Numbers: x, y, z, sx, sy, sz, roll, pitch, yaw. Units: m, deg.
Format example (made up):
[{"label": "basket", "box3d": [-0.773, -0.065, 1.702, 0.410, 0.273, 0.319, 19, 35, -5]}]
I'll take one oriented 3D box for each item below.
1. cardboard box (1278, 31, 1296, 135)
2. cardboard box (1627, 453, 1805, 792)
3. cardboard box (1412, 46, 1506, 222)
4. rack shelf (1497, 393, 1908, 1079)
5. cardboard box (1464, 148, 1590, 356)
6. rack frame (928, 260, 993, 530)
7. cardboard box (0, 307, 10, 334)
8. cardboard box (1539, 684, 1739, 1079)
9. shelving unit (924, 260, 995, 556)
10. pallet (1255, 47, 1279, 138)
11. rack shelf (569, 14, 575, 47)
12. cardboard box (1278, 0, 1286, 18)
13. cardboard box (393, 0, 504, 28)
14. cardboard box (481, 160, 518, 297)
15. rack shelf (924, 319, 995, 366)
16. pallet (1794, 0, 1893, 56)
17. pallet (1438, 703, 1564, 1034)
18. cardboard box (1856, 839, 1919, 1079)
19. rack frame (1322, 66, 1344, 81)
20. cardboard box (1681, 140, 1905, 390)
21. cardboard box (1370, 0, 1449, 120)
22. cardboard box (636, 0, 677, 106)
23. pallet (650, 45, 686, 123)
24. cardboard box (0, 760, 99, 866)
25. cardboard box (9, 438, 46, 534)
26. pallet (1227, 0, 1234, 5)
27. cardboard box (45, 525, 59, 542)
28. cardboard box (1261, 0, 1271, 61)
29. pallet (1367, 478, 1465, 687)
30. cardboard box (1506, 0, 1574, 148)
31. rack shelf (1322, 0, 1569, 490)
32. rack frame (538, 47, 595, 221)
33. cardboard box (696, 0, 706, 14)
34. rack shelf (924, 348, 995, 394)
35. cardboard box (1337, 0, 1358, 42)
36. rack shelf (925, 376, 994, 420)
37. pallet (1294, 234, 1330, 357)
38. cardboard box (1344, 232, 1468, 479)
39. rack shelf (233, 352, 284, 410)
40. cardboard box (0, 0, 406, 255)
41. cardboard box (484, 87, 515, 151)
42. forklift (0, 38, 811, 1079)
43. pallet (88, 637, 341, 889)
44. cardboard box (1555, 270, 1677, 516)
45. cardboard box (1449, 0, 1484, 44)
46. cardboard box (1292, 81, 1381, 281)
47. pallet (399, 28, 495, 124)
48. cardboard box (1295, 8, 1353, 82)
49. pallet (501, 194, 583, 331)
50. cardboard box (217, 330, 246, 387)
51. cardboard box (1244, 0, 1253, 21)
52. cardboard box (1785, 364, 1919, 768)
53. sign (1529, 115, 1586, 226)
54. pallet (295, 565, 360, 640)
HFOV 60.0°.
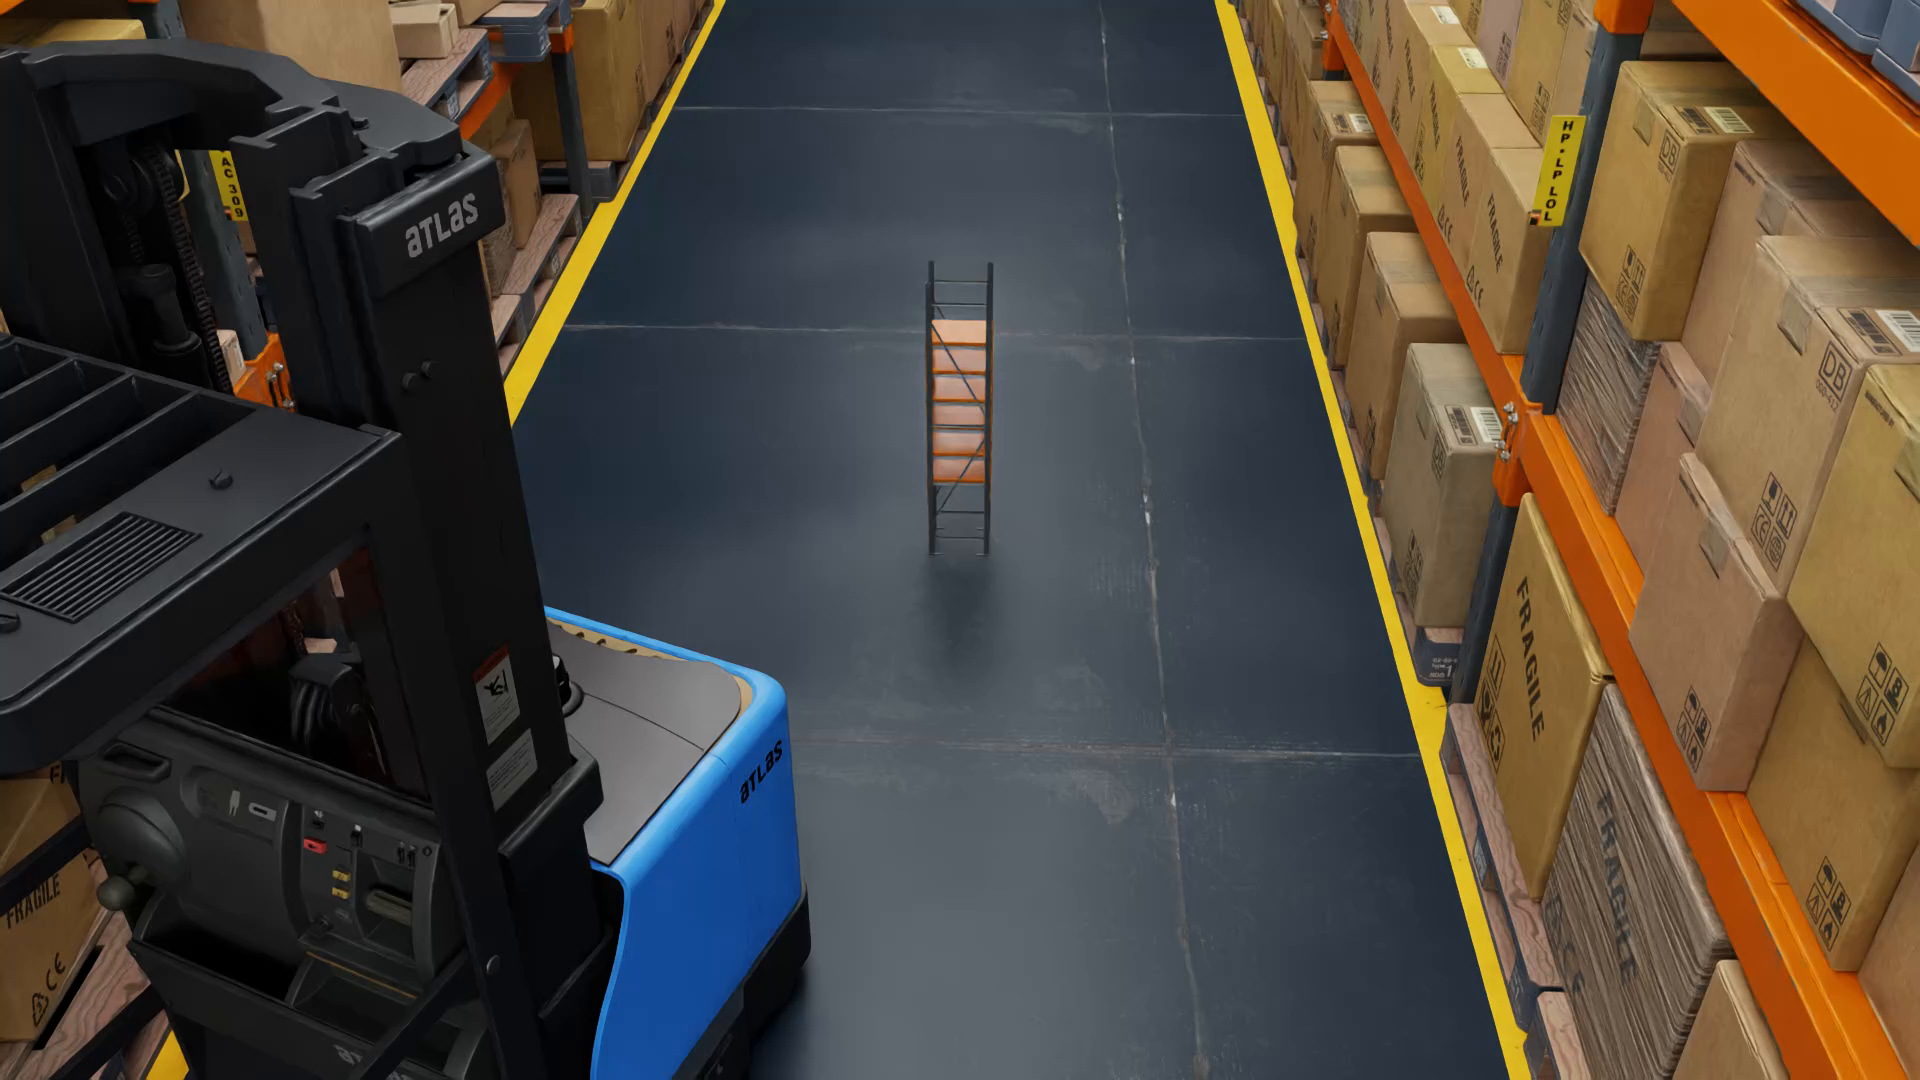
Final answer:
[{"label": "cardboard box", "box3d": [2.176, -2.717, 9.815, 0.500, 0.500, 0.500, 3, 35, 4]}, {"label": "cardboard box", "box3d": [2.084, 0.188, 3.744, 0.875, 0.550, 0.550, 1, 35, 2]}, {"label": "cardboard box", "box3d": [2.020, -1.515, 6.209, 0.500, 0.500, 0.500, 2, 35, 2]}, {"label": "rack shelf", "box3d": [2.145, 0.856, 3.548, 1.077, 0.370, 4.000, 1, 35, 2]}, {"label": "cardboard box", "box3d": [1.979, -0.934, 5.383, 0.500, 0.500, 0.500, 1, 35, 2]}, {"label": "rack frame", "box3d": [0.003, -0.535, 6.468, 0.240, 1.200, 0.006, 1, 35, 2]}, {"label": "cardboard box", "box3d": [-2.489, -0.779, 4.035, 0.500, 0.500, 0.500, 1, 35, 2]}, {"label": "cardboard box", "box3d": [2.098, 0.988, 4.218, 0.875, 0.875, 0.875, 2, 35, 2]}, {"label": "shelving unit", "box3d": [-0.001, -0.483, 6.393, 0.258, 1.200, 0.189, 1, 35, 2]}, {"label": "pallet", "box3d": [2.470, -2.892, 10.682, 1.003, 0.211, 1.213, 1, 35, 2]}, {"label": "rack shelf", "box3d": [-2.486, -3.913, 10.334, 1.077, 0.370, 4.000, 1, 35, 2]}, {"label": "cardboard box", "box3d": [2.197, -3.322, 10.025, 0.500, 0.250, 0.500, 2, 35, 3]}, {"label": "cardboard box", "box3d": [-2.470, -2.636, 7.440, 0.700, 0.500, 0.500, 6, 36, 9]}, {"label": "cardboard box", "box3d": [-2.582, -1.511, 8.082, 0.700, 0.500, 0.500, -1, 35, -2]}, {"label": "rack shelf", "box3d": [-0.001, -0.741, 6.212, 0.258, 0.103, 0.180, 1, 35, 2]}, {"label": "pallet", "box3d": [2.182, -1.308, 3.471, 1.003, 0.211, 1.213, 1, 35, 2]}, {"label": "pallet", "box3d": [2.116, 0.989, 5.159, 1.003, 0.211, 1.213, 1, 35, 2]}, {"label": "cardboard box", "box3d": [2.182, 0.800, 2.872, 0.875, 0.550, 0.550, 1, 35, 2]}, {"label": "rack frame", "box3d": [2.386, -2.885, 8.247, 1.000, 3.000, 0.127, 1, 35, 2]}, {"label": "cardboard box", "box3d": [2.270, -0.560, 3.869, 0.875, 0.550, 0.550, 1, 35, 2]}, {"label": "cardboard box", "box3d": [2.060, -2.092, 7.032, 0.500, 0.500, 0.500, 1, 35, 2]}, {"label": "cardboard box", "box3d": [-2.474, -3.268, 10.274, 1.225, 0.875, 0.875, 1, 35, 2]}, {"label": "pallet", "box3d": [-2.407, -3.067, 10.931, 1.003, 0.211, 1.213, 1, 35, 2]}, {"label": "cardboard box", "box3d": [-2.798, 0.649, 5.026, 0.500, 0.500, 0.500, 12, 37, 17]}, {"label": "cardboard box", "box3d": [-2.781, -0.089, 3.922, 0.875, 0.500, 0.500, 1, 35, 2]}, {"label": "pallet", "box3d": [2.538, -4.429, 12.869, 1.003, 0.211, 1.213, 1, 35, 2]}, {"label": "cardboard box", "box3d": [-2.572, 0.046, 4.295, 0.380, 0.149, 0.250, 1, 35, 2]}, {"label": "cardboard box", "box3d": [2.225, -3.309, 10.658, 0.500, 0.500, 0.500, 2, 35, 3]}, {"label": "pallet", "box3d": [2.181, 0.109, 6.412, 1.003, 0.211, 1.213, 1, 35, 2]}, {"label": "cardboard box", "box3d": [2.258, -1.618, 5.487, 0.700, 0.500, 0.500, 1, 35, 1]}, {"label": "rack shelf", "box3d": [2.306, -1.442, 6.818, 1.077, 0.370, 4.000, 1, 35, 2]}, {"label": "rack frame", "box3d": [-2.566, -3.058, 8.492, 1.000, 3.000, 0.127, 1, 35, 2]}, {"label": "cardboard box", "box3d": [-2.411, -4.290, 11.729, 1.225, 0.875, 0.875, 1, 35, 2]}, {"label": "rack shelf", "box3d": [-0.001, -0.643, 6.281, 0.258, 0.103, 0.180, 1, 35, 2]}, {"label": "cardboard box", "box3d": [2.098, -2.674, 7.860, 0.500, 0.500, 0.500, 2, 35, 2]}, {"label": "rack shelf", "box3d": [-0.001, -0.544, 6.350, 0.258, 0.103, 0.180, 1, 35, 2]}, {"label": "pallet", "box3d": [2.279, -1.293, 8.406, 1.003, 0.211, 1.213, 1, 35, 2]}, {"label": "cardboard box", "box3d": [2.203, -0.751, 6.802, 1.050, 0.750, 0.750, 1, 35, 2]}, {"label": "rack shelf", "box3d": [-2.807, 0.684, 3.794, 1.077, 0.370, 4.000, 1, 35, 2]}, {"label": "cardboard box", "box3d": [-2.555, -1.630, 5.574, 1.000, 1.000, 1.000, 2, 35, 2]}, {"label": "cardboard box", "box3d": [-2.563, -2.136, 8.320, 0.500, 0.250, 0.500, 3, 35, 4]}, {"label": "forklift", "box3d": [-1.513, 0.698, 3.207, 1.130, 2.935, 3.031, 15, 38, 20]}, {"label": "pallet", "box3d": [-2.718, 0.768, 5.474, 1.003, 0.211, 1.213, 1, 35, 2]}, {"label": "cardboard box", "box3d": [2.222, -0.436, 4.631, 0.875, 0.550, 0.550, 1, 35, 2]}, {"label": "cardboard box", "box3d": [2.300, -2.198, 6.313, 0.700, 0.500, 0.500, 1, 35, 1]}, {"label": "cardboard box", "box3d": [2.272, -1.789, 8.278, 1.050, 0.750, 0.750, 1, 35, 1]}, {"label": "pallet", "box3d": [-2.605, -1.841, 6.928, 1.003, 0.211, 1.213, 1, 35, 2]}, {"label": "cardboard box", "box3d": [2.151, -2.740, 9.197, 0.500, 0.250, 0.500, 1, 35, 1]}, {"label": "pallet", "box3d": [-2.599, -1.468, 8.655, 1.003, 0.211, 1.213, 1, 35, 2]}, {"label": "cardboard box", "box3d": [-2.442, -0.527, 5.109, 0.380, 0.149, 0.250, 1, 35, 2]}, {"label": "cardboard box", "box3d": [2.252, -3.914, 11.519, 0.500, 0.500, 0.500, 3, 35, 4]}, {"label": "cardboard box", "box3d": [2.098, 0.051, 2.999, 0.875, 0.550, 0.500, 1, 35, 2]}, {"label": "sign", "box3d": [1.683, -1.035, 4.676, 0.100, 0.325, 0.005, 1, 35, 2]}, {"label": "pallet", "box3d": [-2.697, -0.066, 6.661, 1.003, 0.211, 1.213, 1, 35, 2]}]
